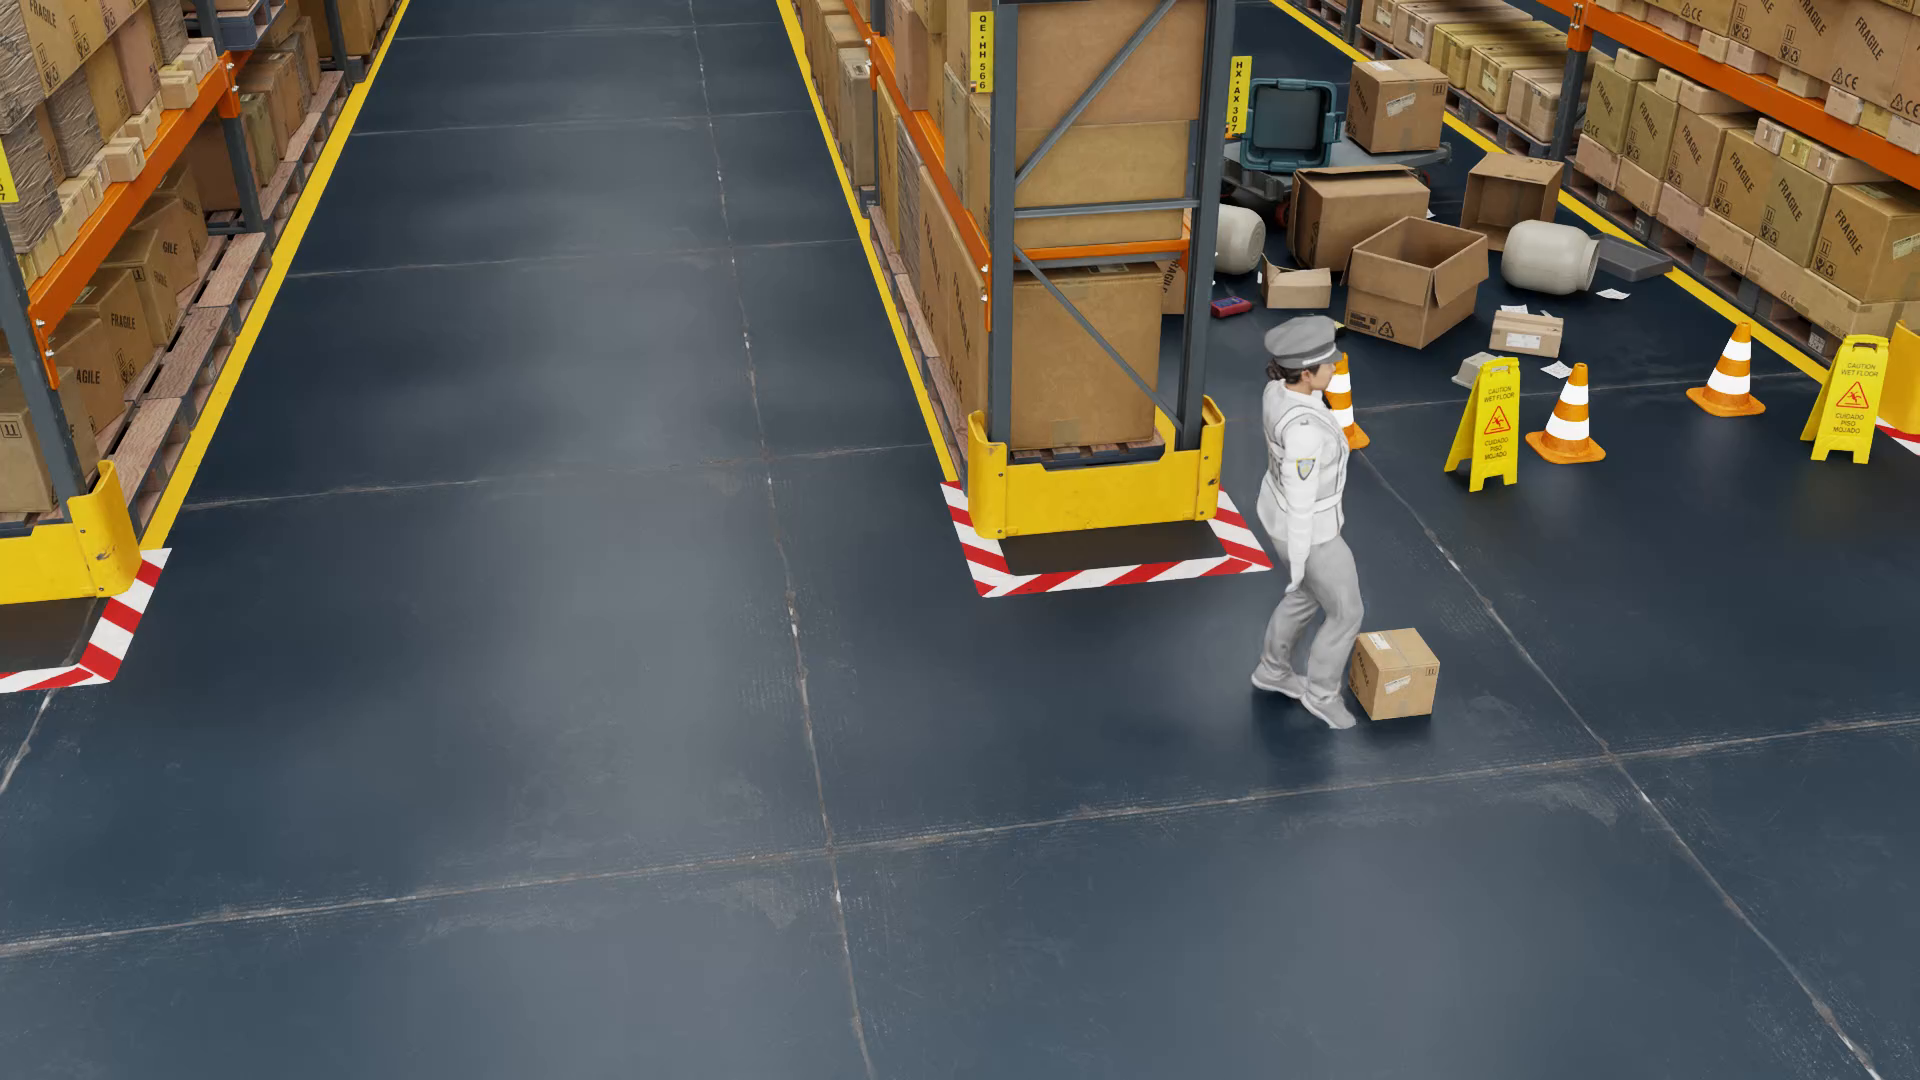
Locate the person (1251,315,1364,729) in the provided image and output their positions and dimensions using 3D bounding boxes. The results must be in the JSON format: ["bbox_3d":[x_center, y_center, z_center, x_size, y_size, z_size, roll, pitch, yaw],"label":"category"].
[{"bbox_3d":[1.317,-0.024,6.199,0.534,1.753,0.531,-3,31,-4],"label":"person"}]
